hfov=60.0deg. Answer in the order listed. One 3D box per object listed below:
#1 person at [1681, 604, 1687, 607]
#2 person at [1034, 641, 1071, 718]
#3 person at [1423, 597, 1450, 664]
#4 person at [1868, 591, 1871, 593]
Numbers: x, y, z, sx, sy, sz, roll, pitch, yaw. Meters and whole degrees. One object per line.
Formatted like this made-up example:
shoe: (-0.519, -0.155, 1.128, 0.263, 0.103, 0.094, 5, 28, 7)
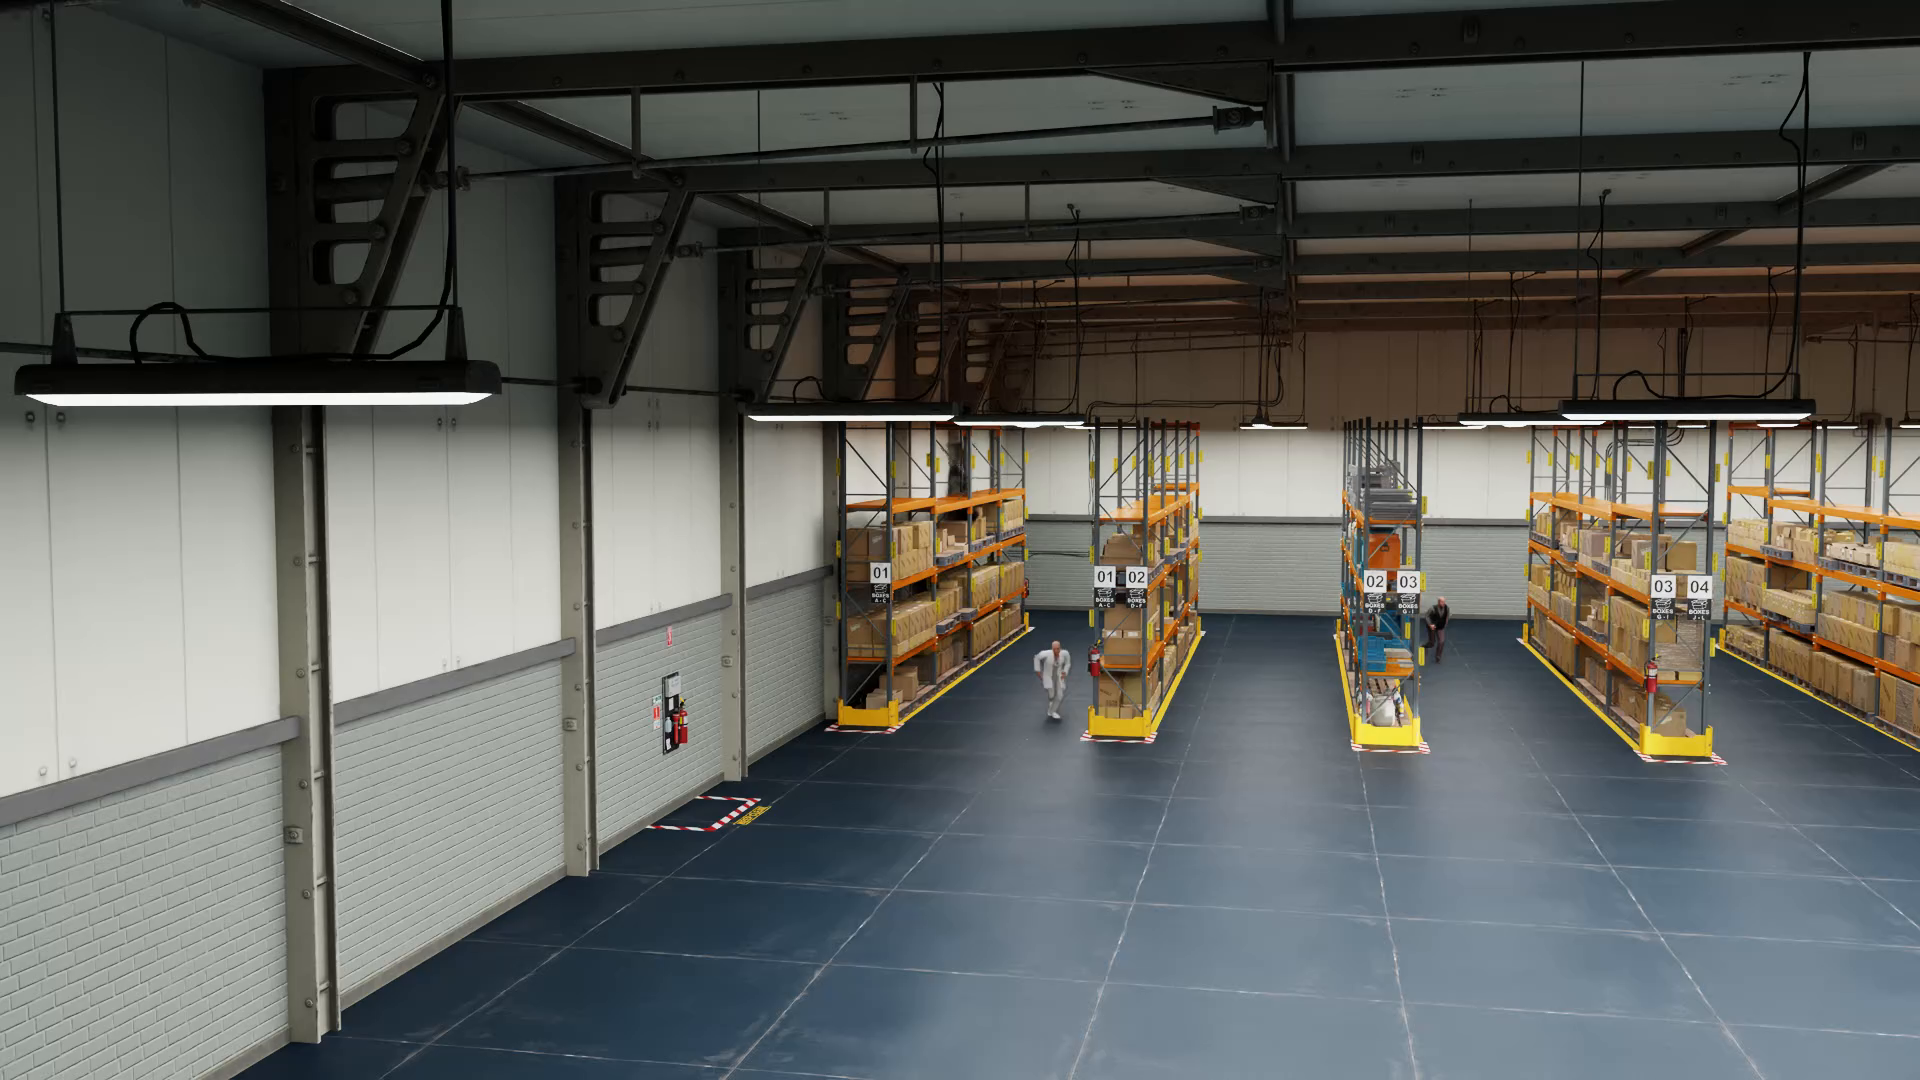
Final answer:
person: (19.373, 2.029, 44.574, 0.756, 1.613, 0.599, -3, 5, -37)
person: (1.835, 2.796, 33.244, 0.735, 1.561, 0.888, 0, 4, -6)
person: (11.833, 2.228, 41.463, 0.676, 1.678, 0.955, -1, 4, -15)
person: (22.431, 2.178, 41.082, 0.599, 1.821, 0.831, 0, 4, 2)
